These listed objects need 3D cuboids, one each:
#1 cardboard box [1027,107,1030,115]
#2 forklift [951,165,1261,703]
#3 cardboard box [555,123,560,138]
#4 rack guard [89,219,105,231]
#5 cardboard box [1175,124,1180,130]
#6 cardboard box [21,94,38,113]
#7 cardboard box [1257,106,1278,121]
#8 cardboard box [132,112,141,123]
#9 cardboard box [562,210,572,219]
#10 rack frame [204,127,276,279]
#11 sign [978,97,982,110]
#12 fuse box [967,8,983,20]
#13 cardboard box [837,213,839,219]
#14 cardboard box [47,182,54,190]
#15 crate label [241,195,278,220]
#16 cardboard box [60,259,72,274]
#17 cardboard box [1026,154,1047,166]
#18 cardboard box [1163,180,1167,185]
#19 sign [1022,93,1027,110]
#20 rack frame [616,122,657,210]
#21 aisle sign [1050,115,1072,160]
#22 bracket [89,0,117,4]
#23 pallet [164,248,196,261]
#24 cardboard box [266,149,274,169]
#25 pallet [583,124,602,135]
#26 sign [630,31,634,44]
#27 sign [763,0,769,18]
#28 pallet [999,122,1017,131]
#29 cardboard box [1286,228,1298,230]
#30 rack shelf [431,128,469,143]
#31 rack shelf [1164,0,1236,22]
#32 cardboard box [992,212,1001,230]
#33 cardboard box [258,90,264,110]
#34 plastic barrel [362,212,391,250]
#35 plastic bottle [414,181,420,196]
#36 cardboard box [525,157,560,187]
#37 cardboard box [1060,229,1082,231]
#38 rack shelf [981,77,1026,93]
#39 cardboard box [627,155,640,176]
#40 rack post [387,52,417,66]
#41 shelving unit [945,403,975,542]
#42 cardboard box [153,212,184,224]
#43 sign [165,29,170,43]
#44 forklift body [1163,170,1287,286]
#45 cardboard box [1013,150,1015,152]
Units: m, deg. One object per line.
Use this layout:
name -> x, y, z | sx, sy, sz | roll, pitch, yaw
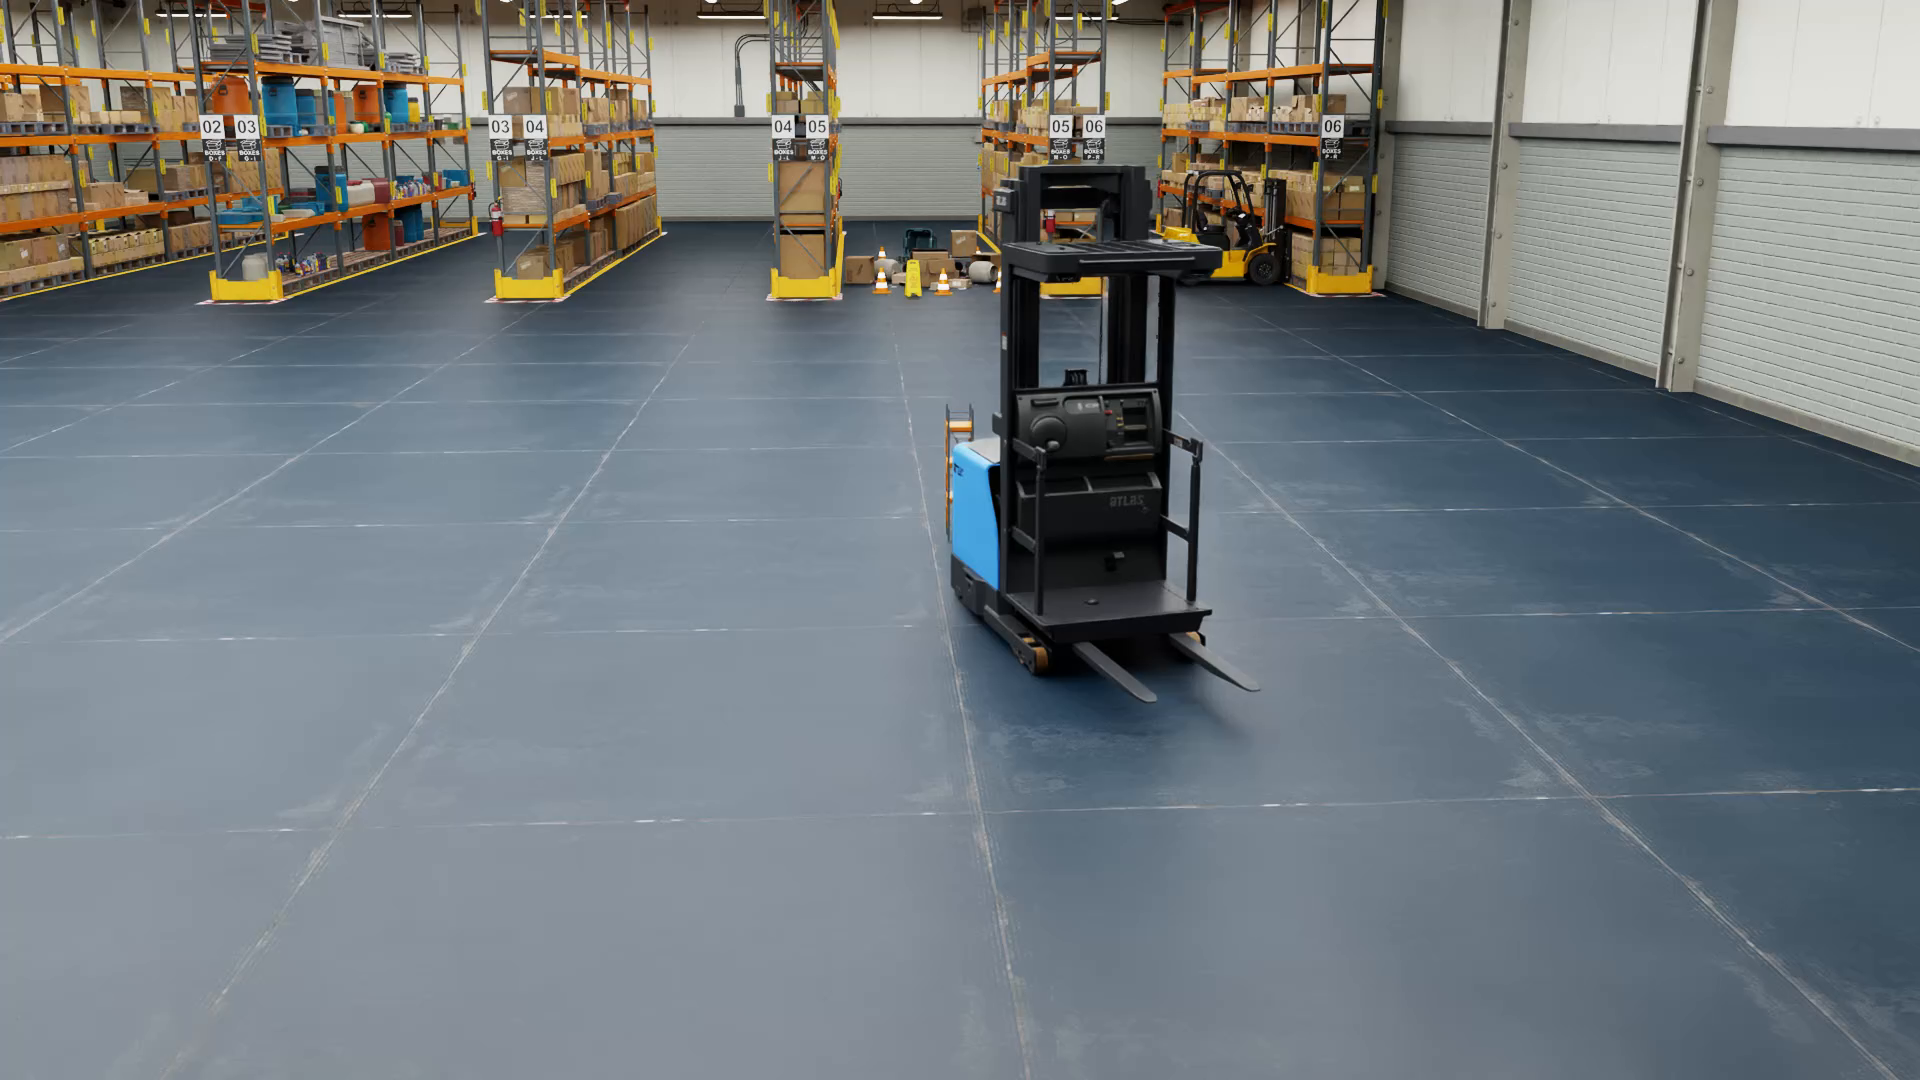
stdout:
cardboard box -> 1.545, -8.625, 33.414 | 0.380, 0.149, 0.250 | -1, 14, -4
forklift -> 0.860, -0.730, 9.982 | 1.130, 2.935, 3.031 | -4, 15, -17
cardboard box -> -7.602, -7.476, 30.344 | 0.500, 0.250, 0.500 | -1, 14, -5
rack guard -> -23.616, -8.389, 44.628 | 1.175, 0.500, 0.348 | -1, 14, -3
cardboard box -> 5.867, -10.857, 43.688 | 0.380, 0.149, 0.250 | -1, 14, -2
cardboard box -> -18.159, -8.330, 32.036 | 0.500, 0.500, 0.500 | 0, 14, 1
cardboard box -> 6.517, -8.907, 34.739 | 0.500, 0.311, 0.500 | -1, 14, -5
cardboard box -> -18.091, -9.153, 36.019 | 0.500, 0.250, 0.500 | -2, 15, -8
cardboard box -> -7.568, -6.171, 31.496 | 0.380, 0.149, 0.250 | -1, 14, -3
rack frame -> -12.735, -5.767, 29.422 | 1.000, 3.000, 0.127 | -1, 14, -3
sign -> 0.553, -11.883, 45.259 | 0.100, 0.325, 0.005 | -1, 14, -3
fuse box -> 0.484, -15.822, 50.041 | 0.513, 0.334, 0.176 | -1, 14, -3
cardboard box -> -3.415, -8.600, 44.118 | 0.380, 0.149, 0.250 | 0, 14, -1
cardboard box -> -17.647, -6.793, 31.906 | 0.380, 0.149, 0.250 | -1, 14, -4
crate label -> -13.119, -6.238, 31.180 | 0.502, 0.435, 0.616 | -1, 14, -3
cardboard box -> -17.659, -5.322, 32.366 | 0.500, 0.250, 0.500 | -1, 14, -3
cardboard box -> 1.676, -7.303, 32.586 | 0.700, 0.500, 0.500 | -1, 14, -5
cardboard box -> 5.808, -9.846, 45.778 | 0.380, 0.149, 0.250 | -1, 14, -4
sign -> 1.297, -8.876, 33.656 | 0.100, 0.325, 0.005 | -1, 14, -3
rack frame -> -8.783, -9.823, 45.185 | 1.000, 3.000, 0.127 | -1, 14, -3
aisle sign -> 1.813, -7.236, 29.913 | 0.394, 0.787, 0.004 | -1, 14, -3
bracket -> -24.427, -15.452, 47.797 | 0.076, 0.066, 3.189 | -1, 14, -3
pallet -> -18.184, -6.517, 37.933 | 1.003, 0.211, 1.213 | -1, 14, -3
cardboard box -> -18.337, -9.972, 43.555 | 0.500, 0.500, 0.500 | 0, 14, -2
pallet -> -7.972, -8.356, 33.838 | 1.213, 0.211, 1.003 | -1, 14, -3
sign -> -7.995, -12.236, 40.489 | 0.100, 0.325, 0.005 | -1, 14, -3
sign -> -3.378, -9.287, 29.027 | 0.100, 0.325, 0.005 | -1, 14, -3
pallet -> 1.438, -9.785, 39.396 | 1.003, 0.211, 1.213 | 0, 14, -1
cardboard box -> 6.543, -6.173, 33.666 | 0.500, 0.250, 0.500 | -1, 14, -3
rack shelf -> -13.603, -10.353, 42.670 | 1.077, 0.370, 4.000 | -1, 14, -3
rack shelf -> 6.185, -13.723, 43.076 | 1.077, 0.370, 4.000 | -1, 14, -3
cardboard box -> 1.313, -8.548, 44.530 | 0.875, 0.438, 0.875 | 0, 14, -2
cardboard box -> -18.623, -11.529, 43.588 | 0.700, 0.500, 0.500 | -1, 14, -3
plastic barrel -> -13.278, -7.031, 37.845 | 0.600, 0.830, 0.708 | -1, 14, -3
plastic bottle -> -13.084, -8.458, 39.980 | 0.144, 0.351, 0.185 | -1, 14, -3
cardboard box -> -7.554, -6.662, 30.093 | 0.500, 0.500, 0.500 | -1, 14, -3
cardboard box -> 2.189, -5.957, 33.330 | 0.500, 0.500, 0.500 | -1, 14, -2
rack shelf -> 1.232, -11.842, 43.238 | 1.077, 0.370, 4.000 | -1, 14, -3
cardboard box -> -8.310, -9.386, 41.685 | 0.500, 0.500, 0.500 | -1, 14, -3
rack post -> -13.458, -11.411, 39.467 | 0.937, 0.300, 0.954 | -1, 14, -4
shelving unit -> -0.003, -0.522, 12.947 | 0.215, 1.050, 0.252 | -1, 14, -3
cardboard box -> -18.543, -7.544, 38.957 | 0.500, 0.250, 0.500 | -1, 14, -4
sign -> -18.966, -12.069, 39.839 | 0.100, 0.325, 0.005 | -1, 14, -3
forklift body -> 5.115, -6.107, 32.444 | 2.313, 2.155, 1.214 | -1, 14, -3
cardboard box -> 1.568, -9.636, 42.251 | 0.500, 0.500, 0.500 | -1, 14, -3
